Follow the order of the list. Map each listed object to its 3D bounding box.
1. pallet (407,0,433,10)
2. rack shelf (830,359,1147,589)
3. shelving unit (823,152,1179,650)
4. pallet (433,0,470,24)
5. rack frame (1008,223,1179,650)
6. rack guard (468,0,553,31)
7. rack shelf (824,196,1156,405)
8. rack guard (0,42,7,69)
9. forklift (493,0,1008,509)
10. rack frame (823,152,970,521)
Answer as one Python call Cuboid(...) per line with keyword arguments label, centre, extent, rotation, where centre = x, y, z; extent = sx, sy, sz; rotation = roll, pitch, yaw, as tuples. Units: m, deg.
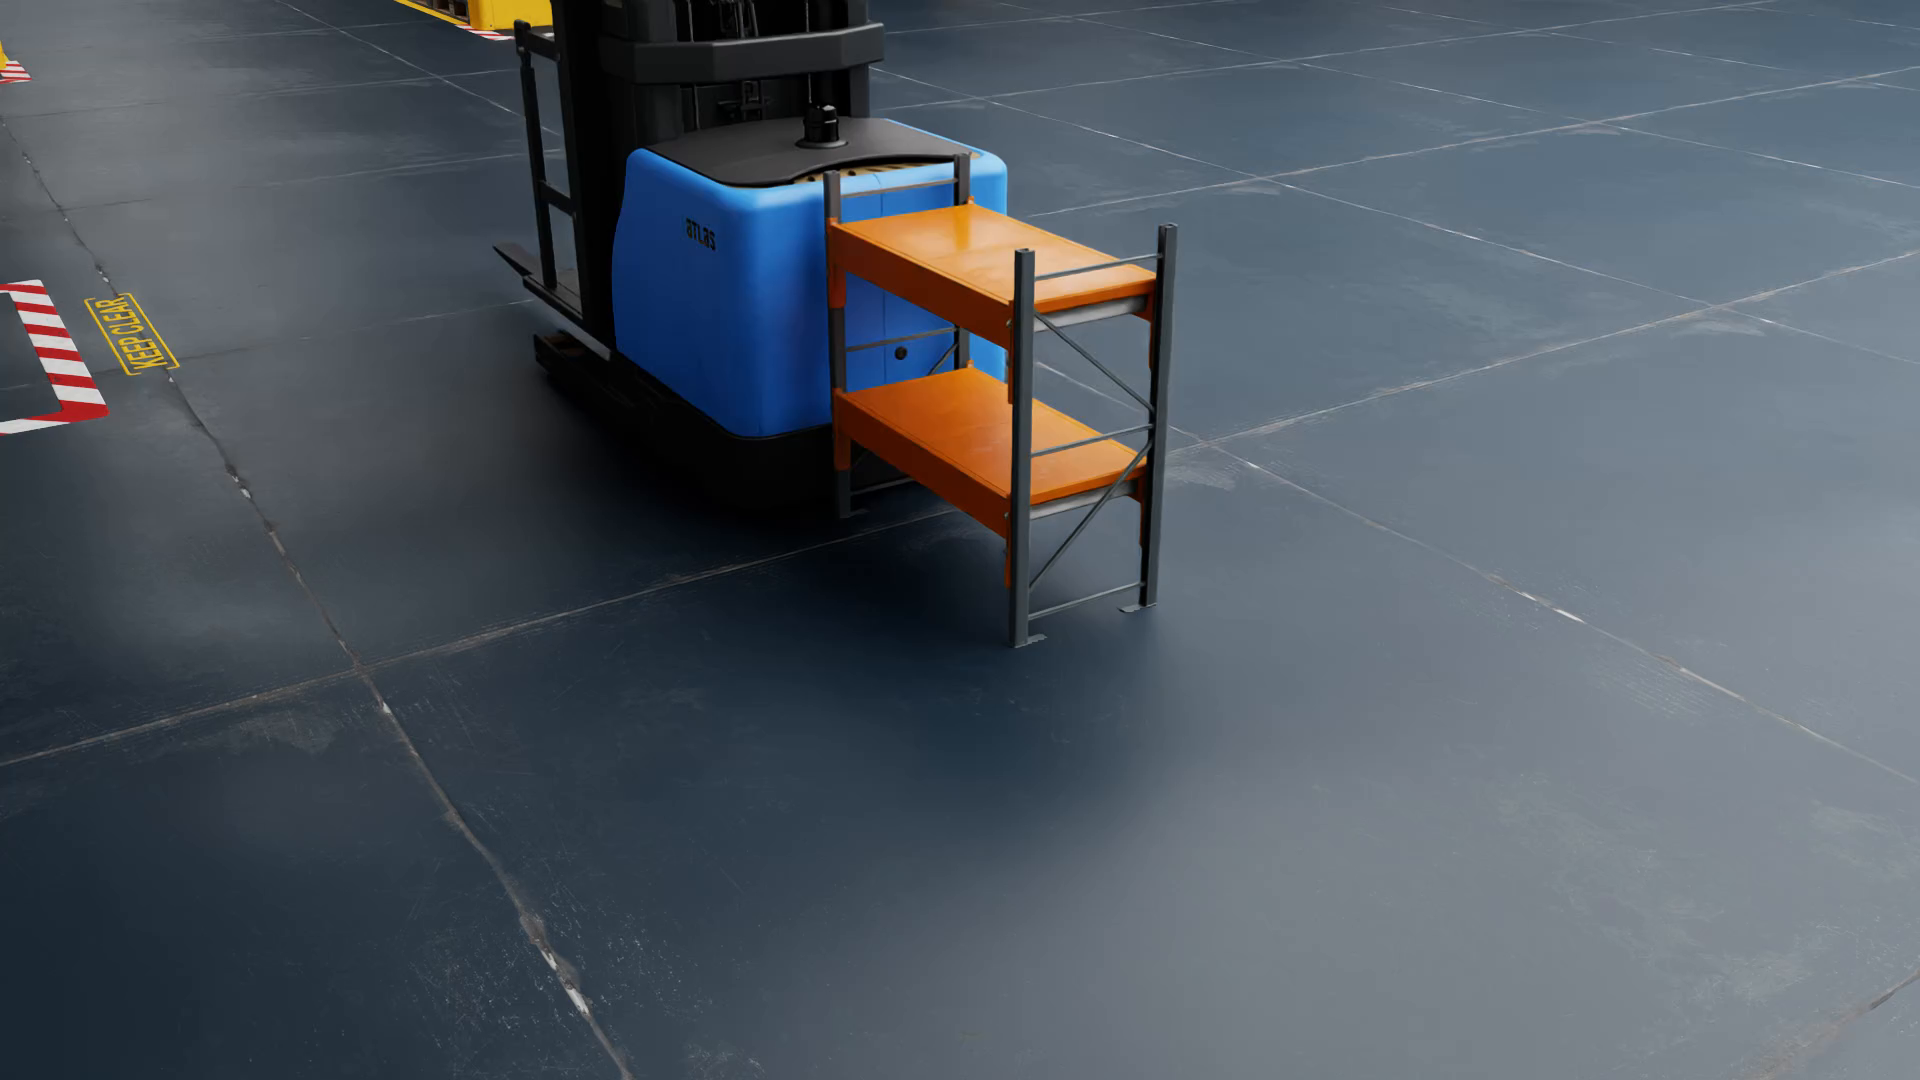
Cuboid(label="pallet", centre=(-5.031, -5.570, 16.801), extent=(1.003, 0.211, 1.213), rotation=(-16, 29, -30))
Cuboid(label="rack shelf", centre=(0.084, -0.229, 4.990), extent=(0.538, 0.278, 1.000), rotation=(-15, 29, -29))
Cuboid(label="shelving unit", centre=(0.084, -0.450, 4.886), extent=(0.538, 1.125, 1.048), rotation=(-15, 29, -29))
Cuboid(label="pallet", centre=(-4.369, -5.134, 15.878), extent=(1.003, 0.211, 1.213), rotation=(-16, 29, -30))
Cuboid(label="rack frame", centre=(0.355, -0.266, 4.497), extent=(0.500, 1.125, 0.032), rotation=(-15, 29, -29))
Cuboid(label="rack guard", centre=(-3.903, -4.992, 15.239), extent=(1.175, 0.500, 0.348), rotation=(-16, 29, -30))
Cuboid(label="rack shelf", centre=(0.084, -0.715, 4.761), extent=(0.538, 0.278, 1.000), rotation=(-15, 29, -29))
Cuboid(label="rack guard", centre=(-8.106, -3.872, 12.867), extent=(1.175, 0.500, 0.348), rotation=(-16, 29, -30))
Cuboid(label="forklift", centre=(-1.041, -2.007, 6.068), extent=(1.130, 2.935, 3.031), rotation=(-15, 29, -29))
Cuboid(label="rack frame", centre=(-0.187, -0.634, 5.275), extent=(0.500, 1.125, 0.032), rotation=(-15, 29, -29))
